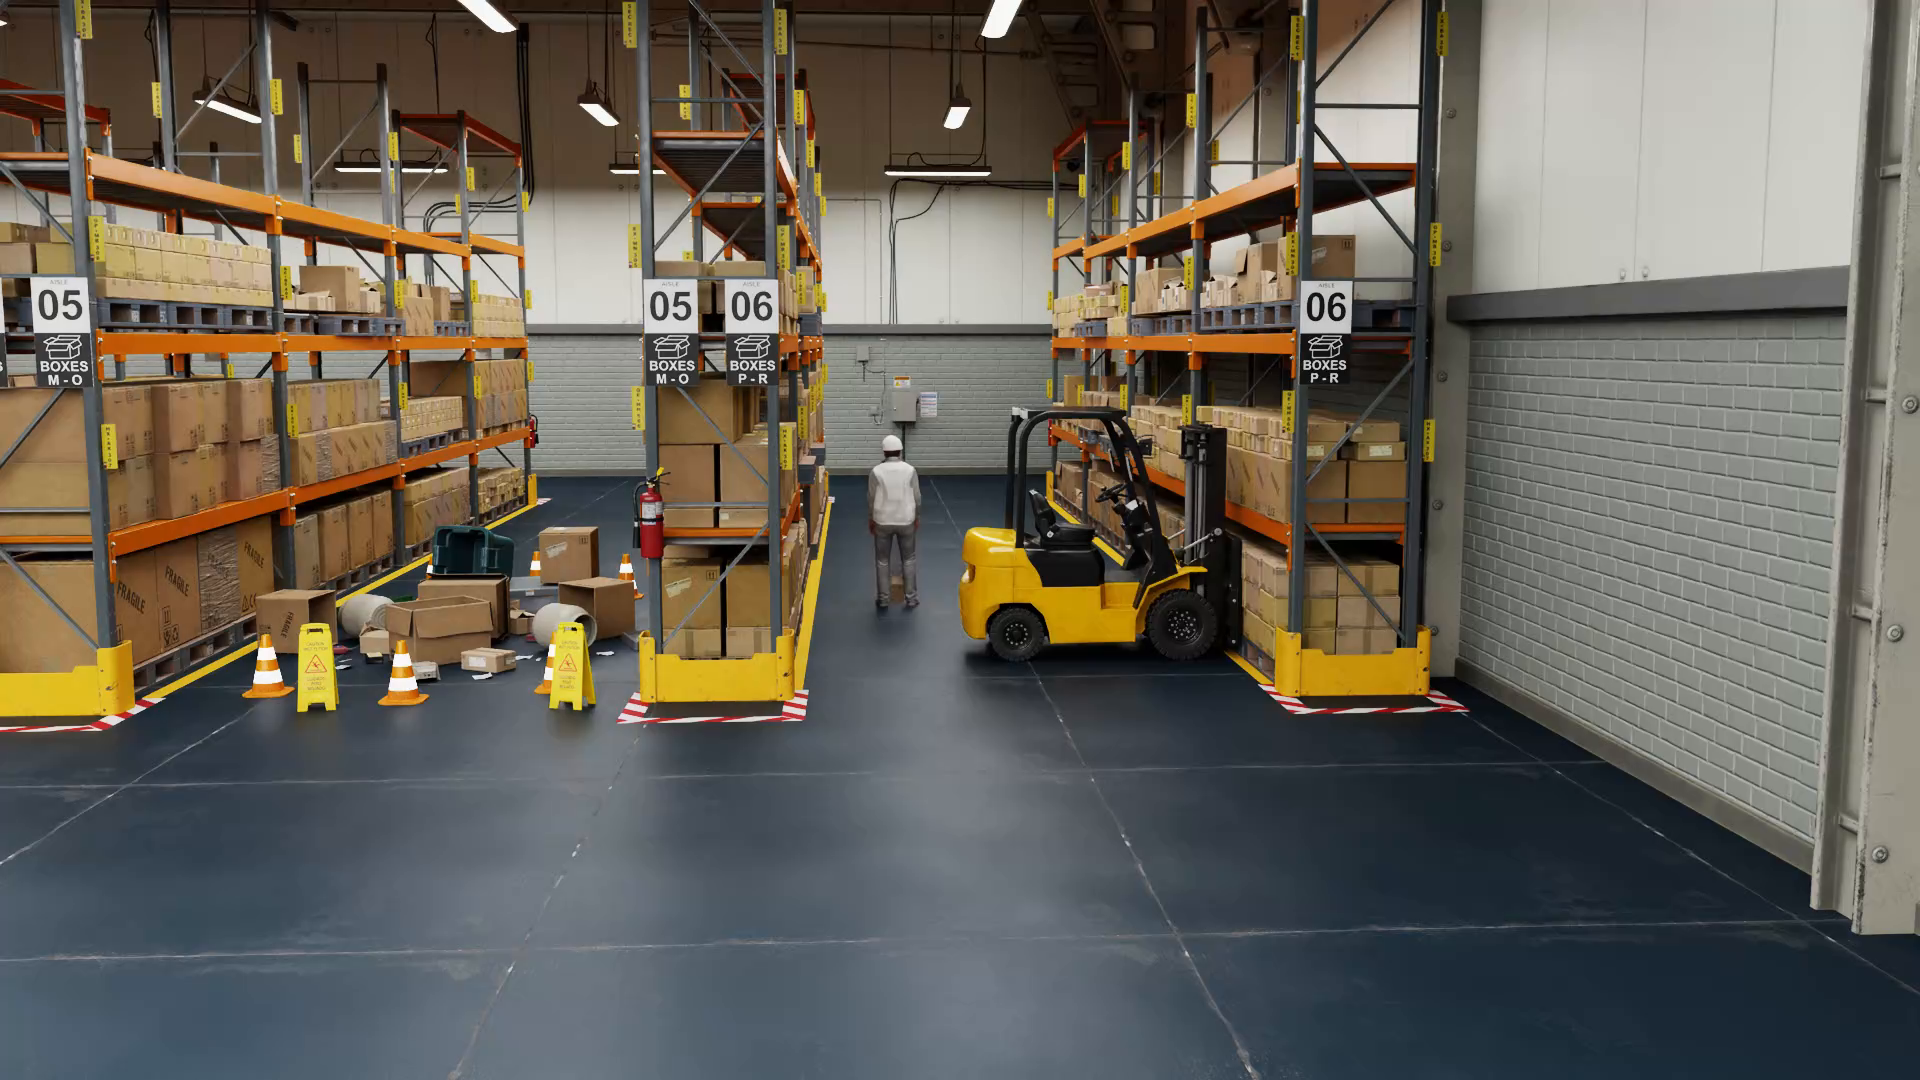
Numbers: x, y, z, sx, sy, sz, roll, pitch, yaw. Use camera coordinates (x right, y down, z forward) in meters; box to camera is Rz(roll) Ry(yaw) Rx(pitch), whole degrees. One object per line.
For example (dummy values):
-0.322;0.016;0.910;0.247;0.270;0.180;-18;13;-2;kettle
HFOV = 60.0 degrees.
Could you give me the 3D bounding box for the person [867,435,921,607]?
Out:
-0.687;-0.198;17.290;0.570;1.772;0.456;-1;7;-6;person
